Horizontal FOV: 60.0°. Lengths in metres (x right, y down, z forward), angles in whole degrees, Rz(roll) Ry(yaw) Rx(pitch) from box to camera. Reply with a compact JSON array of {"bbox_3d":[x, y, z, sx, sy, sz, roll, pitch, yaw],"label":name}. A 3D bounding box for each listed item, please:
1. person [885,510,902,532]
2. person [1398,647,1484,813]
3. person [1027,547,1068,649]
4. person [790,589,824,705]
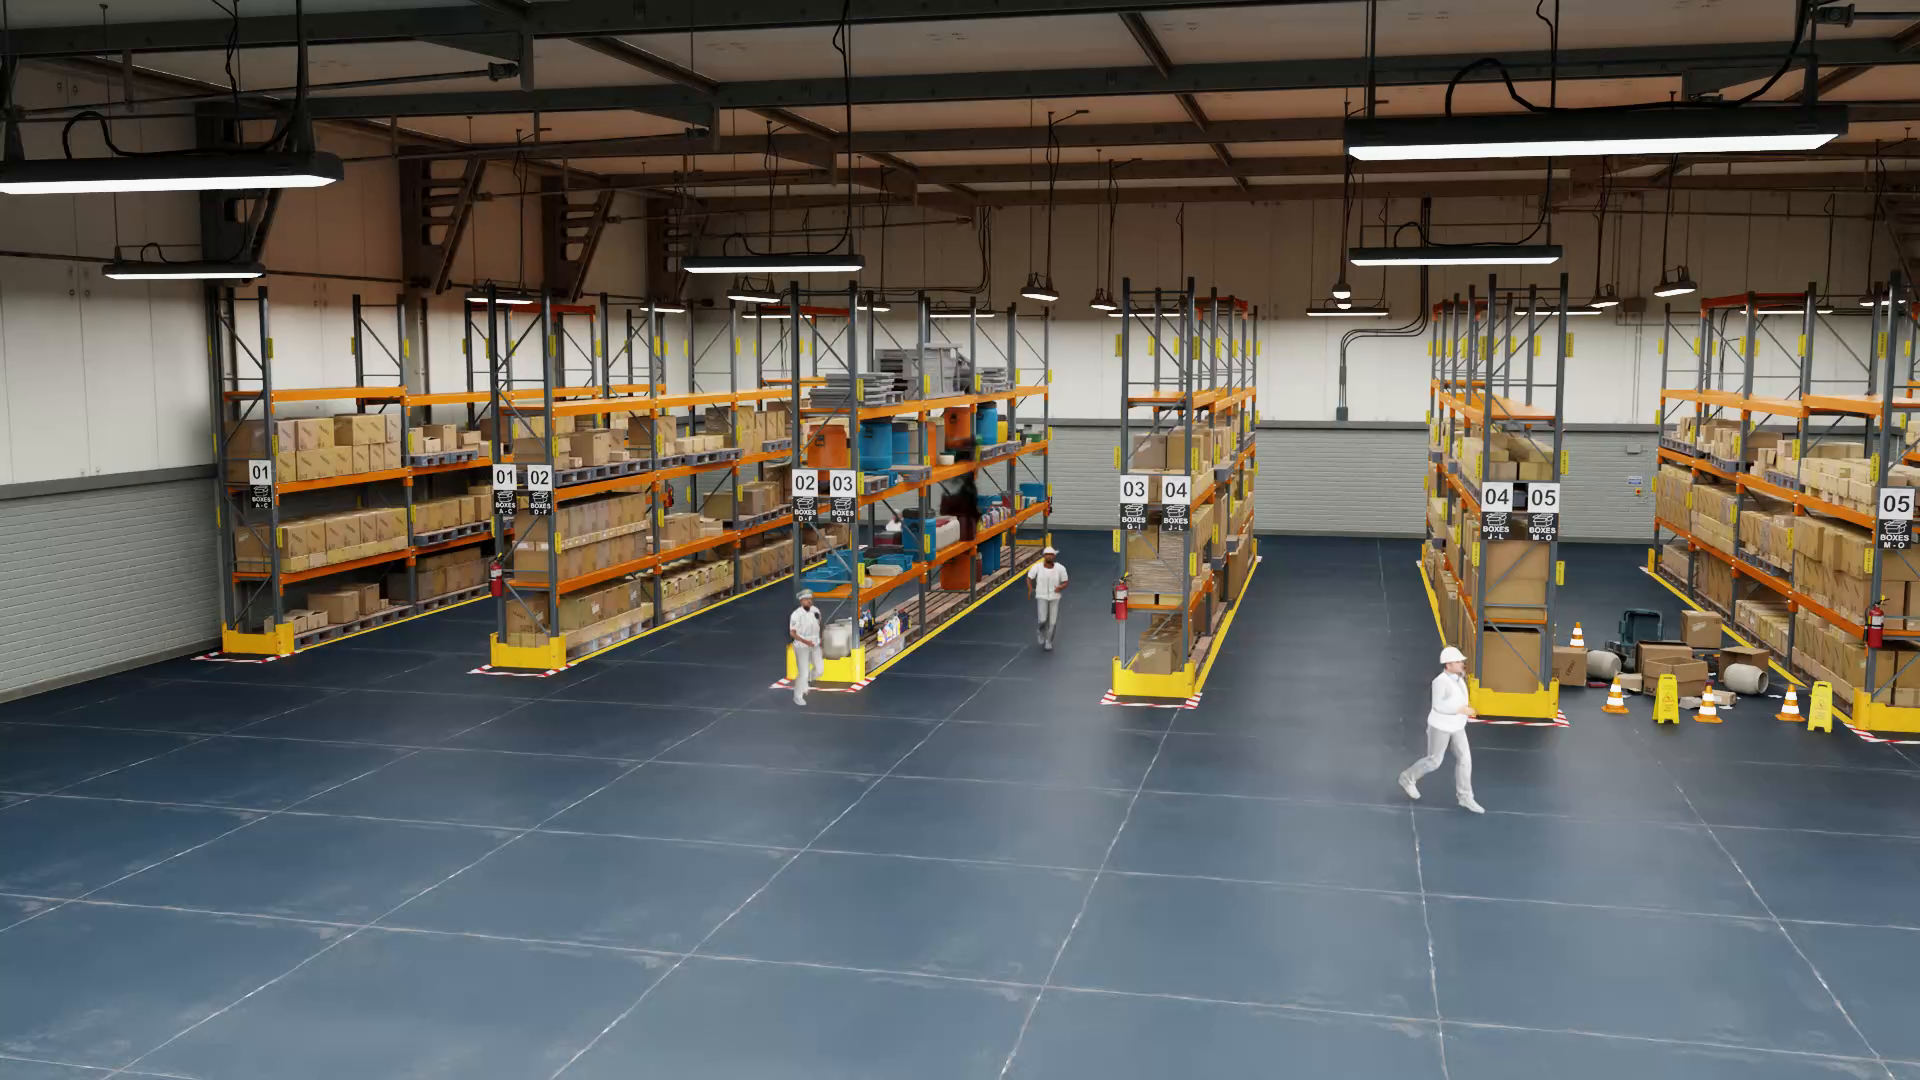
[{"bbox_3d":[-1.330,0.099,35.160,0.621,1.478,0.783,1,7,13],"label":"person"},{"bbox_3d":[5.263,2.034,18.115,0.629,1.777,0.970,-6,9,-44],"label":"person"},{"bbox_3d":[1.459,0.971,27.609,0.690,1.721,0.598,0,7,0],"label":"person"},{"bbox_3d":[-2.119,1.509,23.424,0.604,1.660,0.619,-4,8,-34],"label":"person"}]
